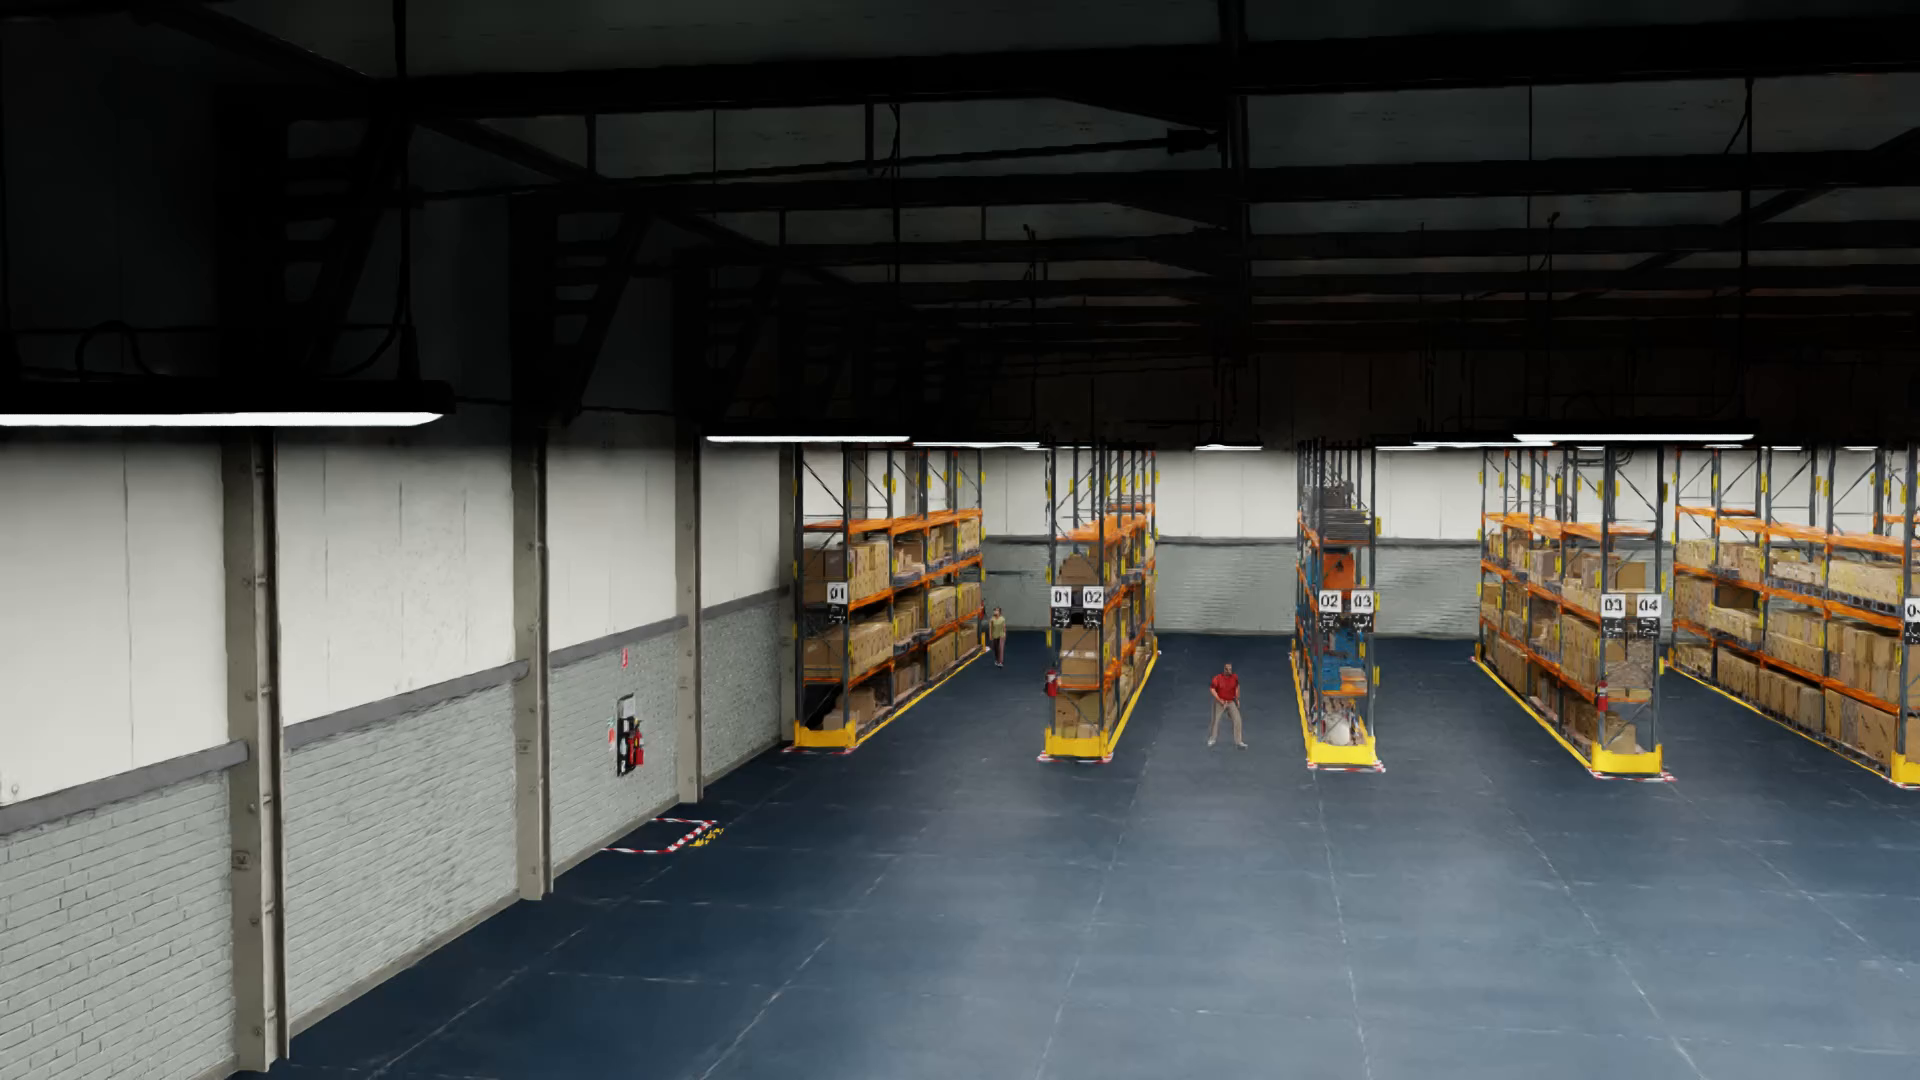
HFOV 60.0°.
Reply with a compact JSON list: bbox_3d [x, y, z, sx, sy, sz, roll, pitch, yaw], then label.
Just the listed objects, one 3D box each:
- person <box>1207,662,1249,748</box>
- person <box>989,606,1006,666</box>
[{"bbox_3d":[5.160,3.176,32.254,0.706,1.664,0.843,0,3,-8],"label":"person"},{"bbox_3d":[0.993,2.552,44.469,0.450,1.585,1.097,0,3,8],"label":"person"}]
